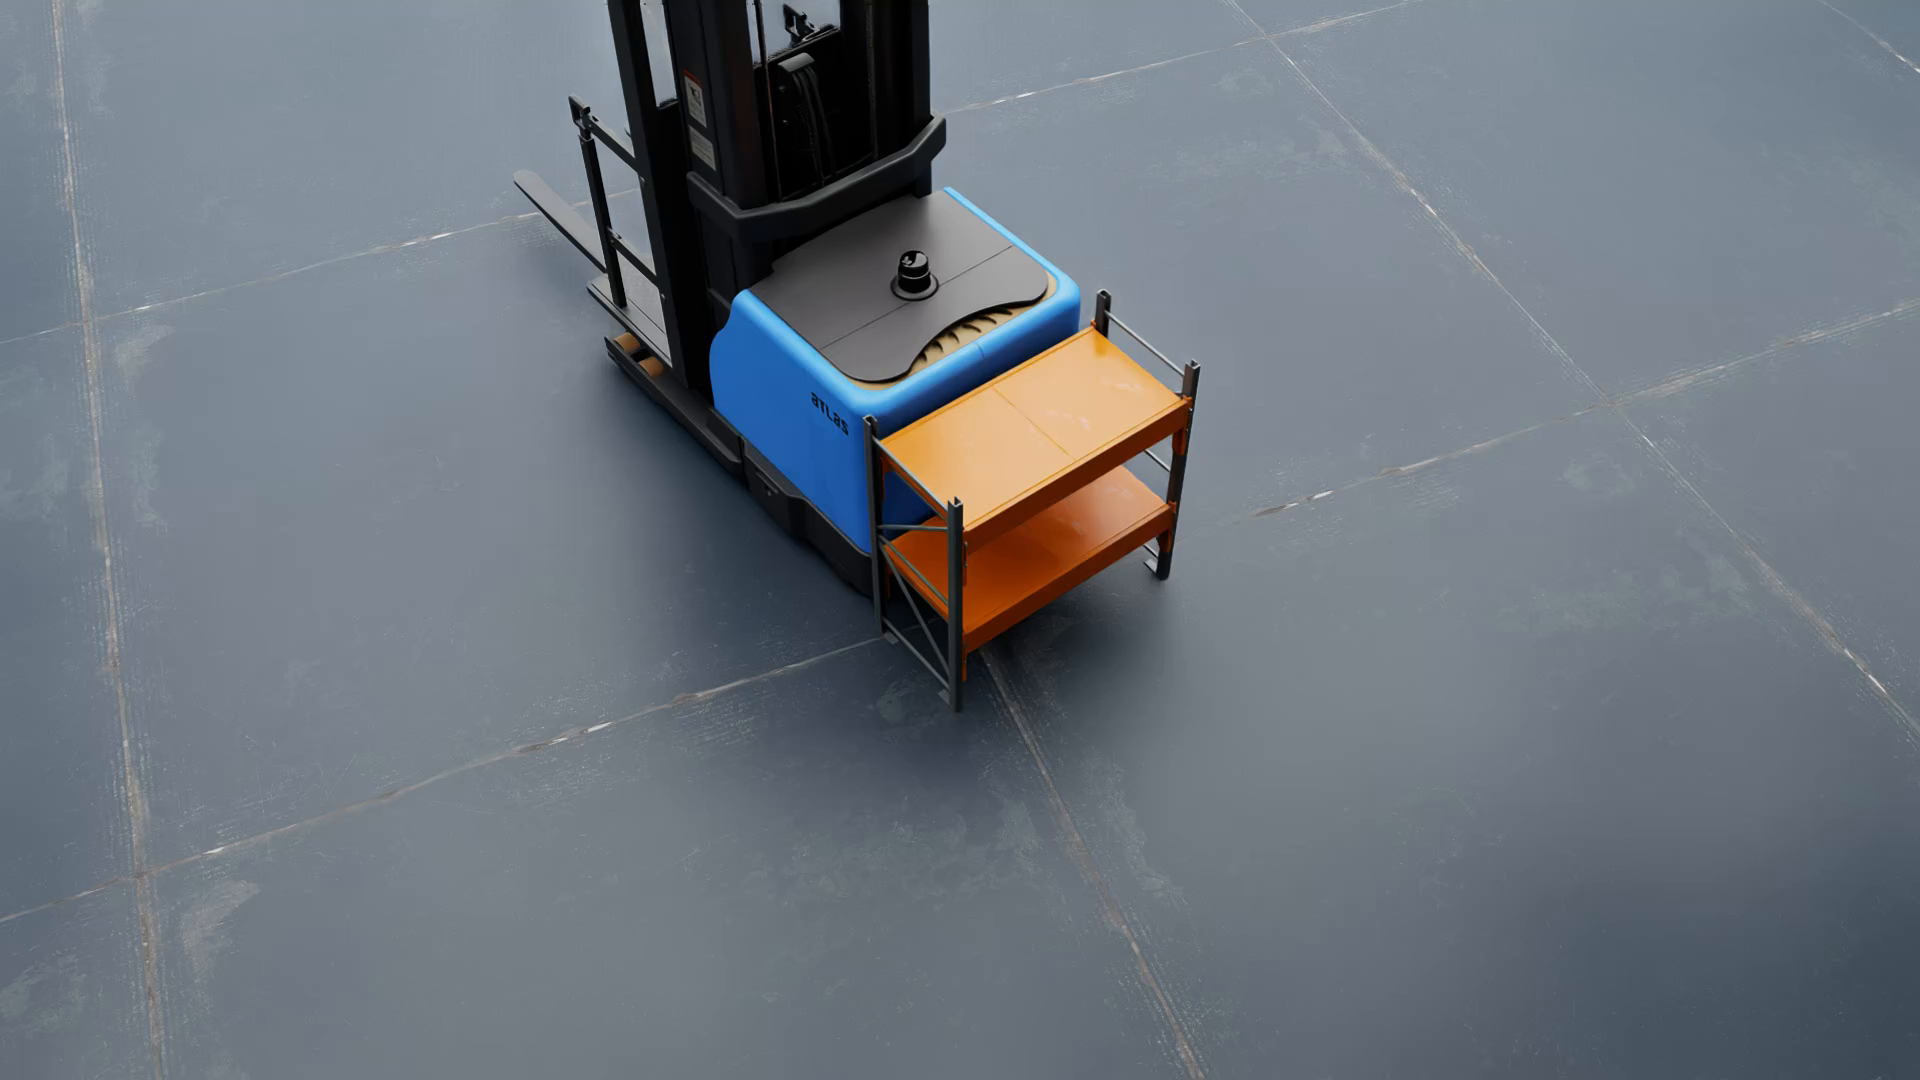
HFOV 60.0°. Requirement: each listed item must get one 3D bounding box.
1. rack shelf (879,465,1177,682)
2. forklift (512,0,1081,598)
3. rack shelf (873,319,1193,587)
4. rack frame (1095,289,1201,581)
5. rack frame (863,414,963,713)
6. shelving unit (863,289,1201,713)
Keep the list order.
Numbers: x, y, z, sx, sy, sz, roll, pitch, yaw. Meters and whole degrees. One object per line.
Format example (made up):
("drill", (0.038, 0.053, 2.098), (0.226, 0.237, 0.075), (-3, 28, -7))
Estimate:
("rack shelf", (0.246, 0.031, 6.145), (1.000, 0.278, 0.538), (-31, 56, -24))
("forklift", (-0.871, -1.792, 6.197), (1.130, 2.935, 3.031), (-32, 56, -24))
("rack shelf", (0.246, -0.319, 5.738), (1.000, 0.278, 0.538), (-31, 56, -24))
("rack frame", (0.648, -0.365, 6.163), (0.032, 1.125, 0.500), (-31, 56, -24))
("rack frame", (-0.155, 0.108, 5.756), (0.032, 1.125, 0.500), (-31, 56, -24))
("shelving unit", (0.246, -0.128, 5.960), (1.048, 1.125, 0.538), (-31, 56, -24))
